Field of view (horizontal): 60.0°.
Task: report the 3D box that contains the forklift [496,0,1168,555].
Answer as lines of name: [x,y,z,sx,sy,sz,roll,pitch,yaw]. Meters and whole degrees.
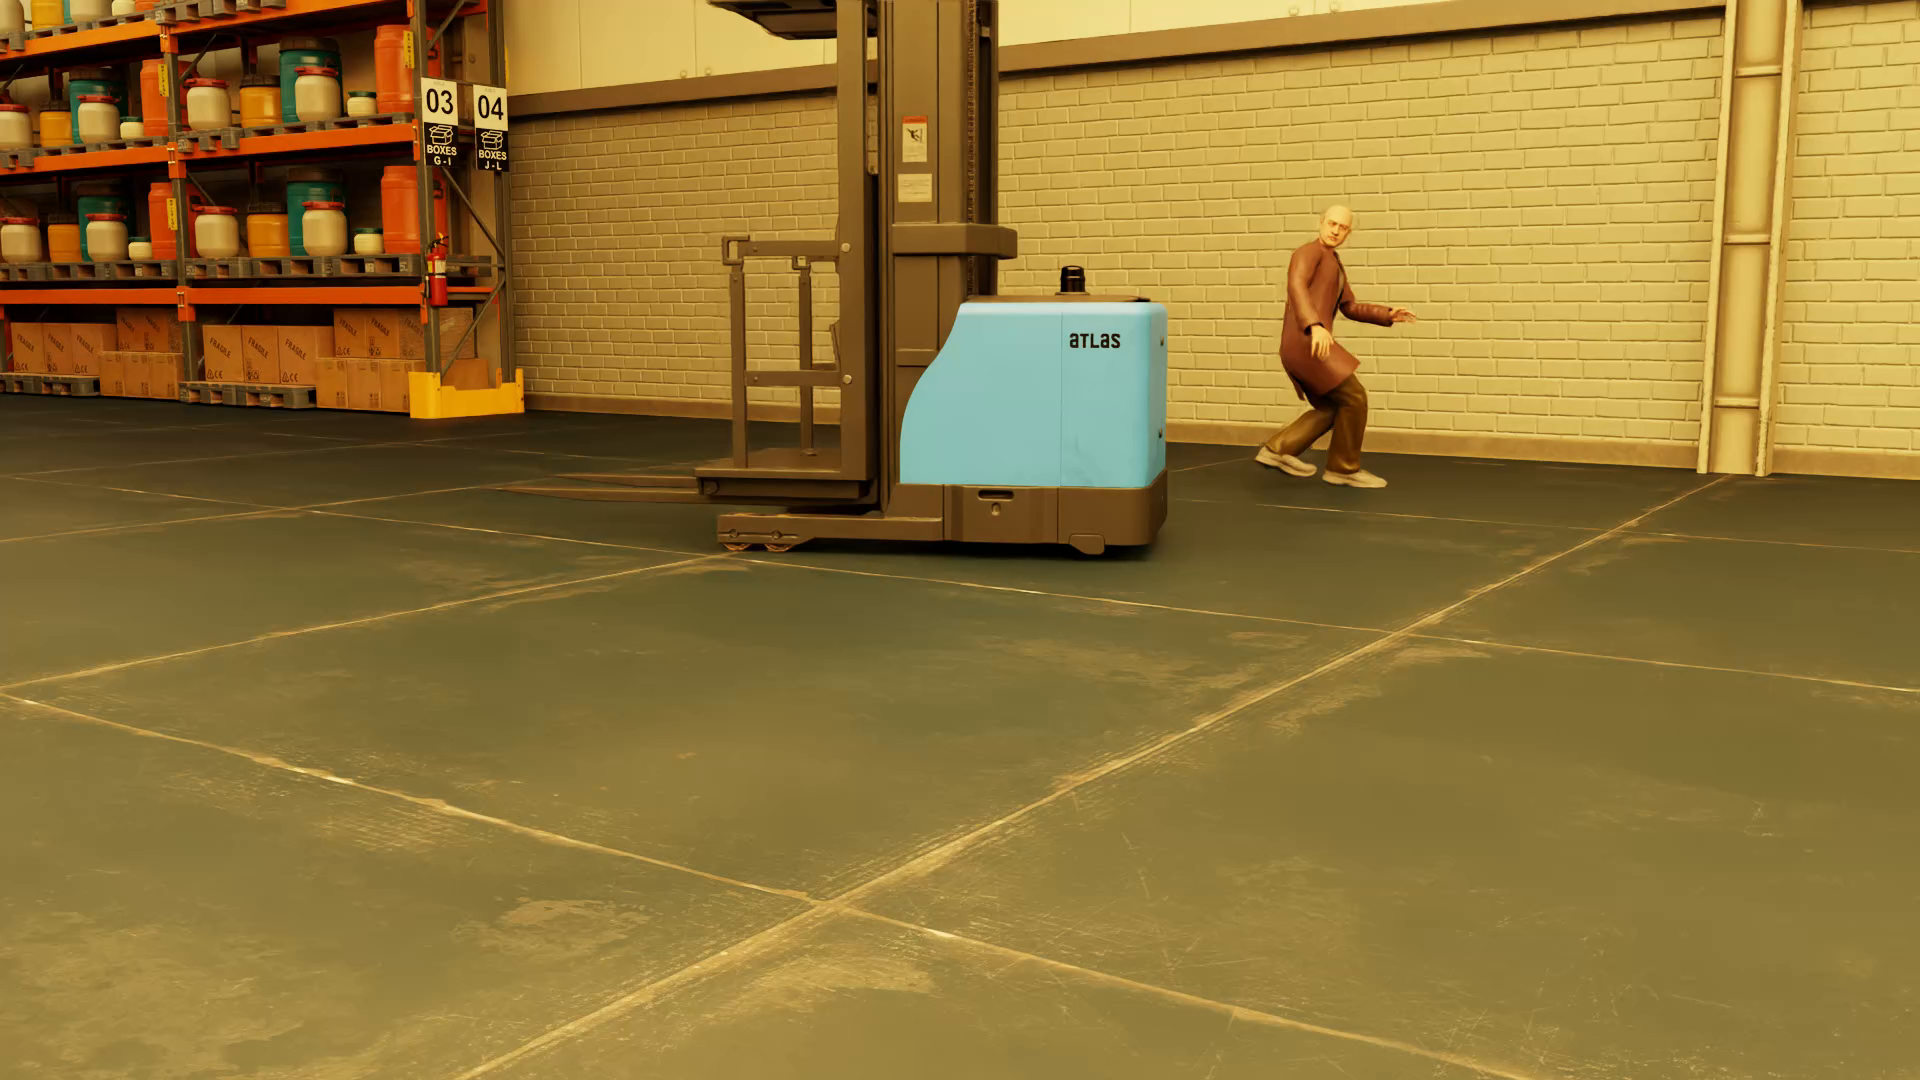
forklift: [-0.596,-1.469,7.520,3.031,2.935,1.130,2,8,12]

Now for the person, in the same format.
person: [2.188,-1.109,9.650,0.911,1.641,0.926,2,8,11]
